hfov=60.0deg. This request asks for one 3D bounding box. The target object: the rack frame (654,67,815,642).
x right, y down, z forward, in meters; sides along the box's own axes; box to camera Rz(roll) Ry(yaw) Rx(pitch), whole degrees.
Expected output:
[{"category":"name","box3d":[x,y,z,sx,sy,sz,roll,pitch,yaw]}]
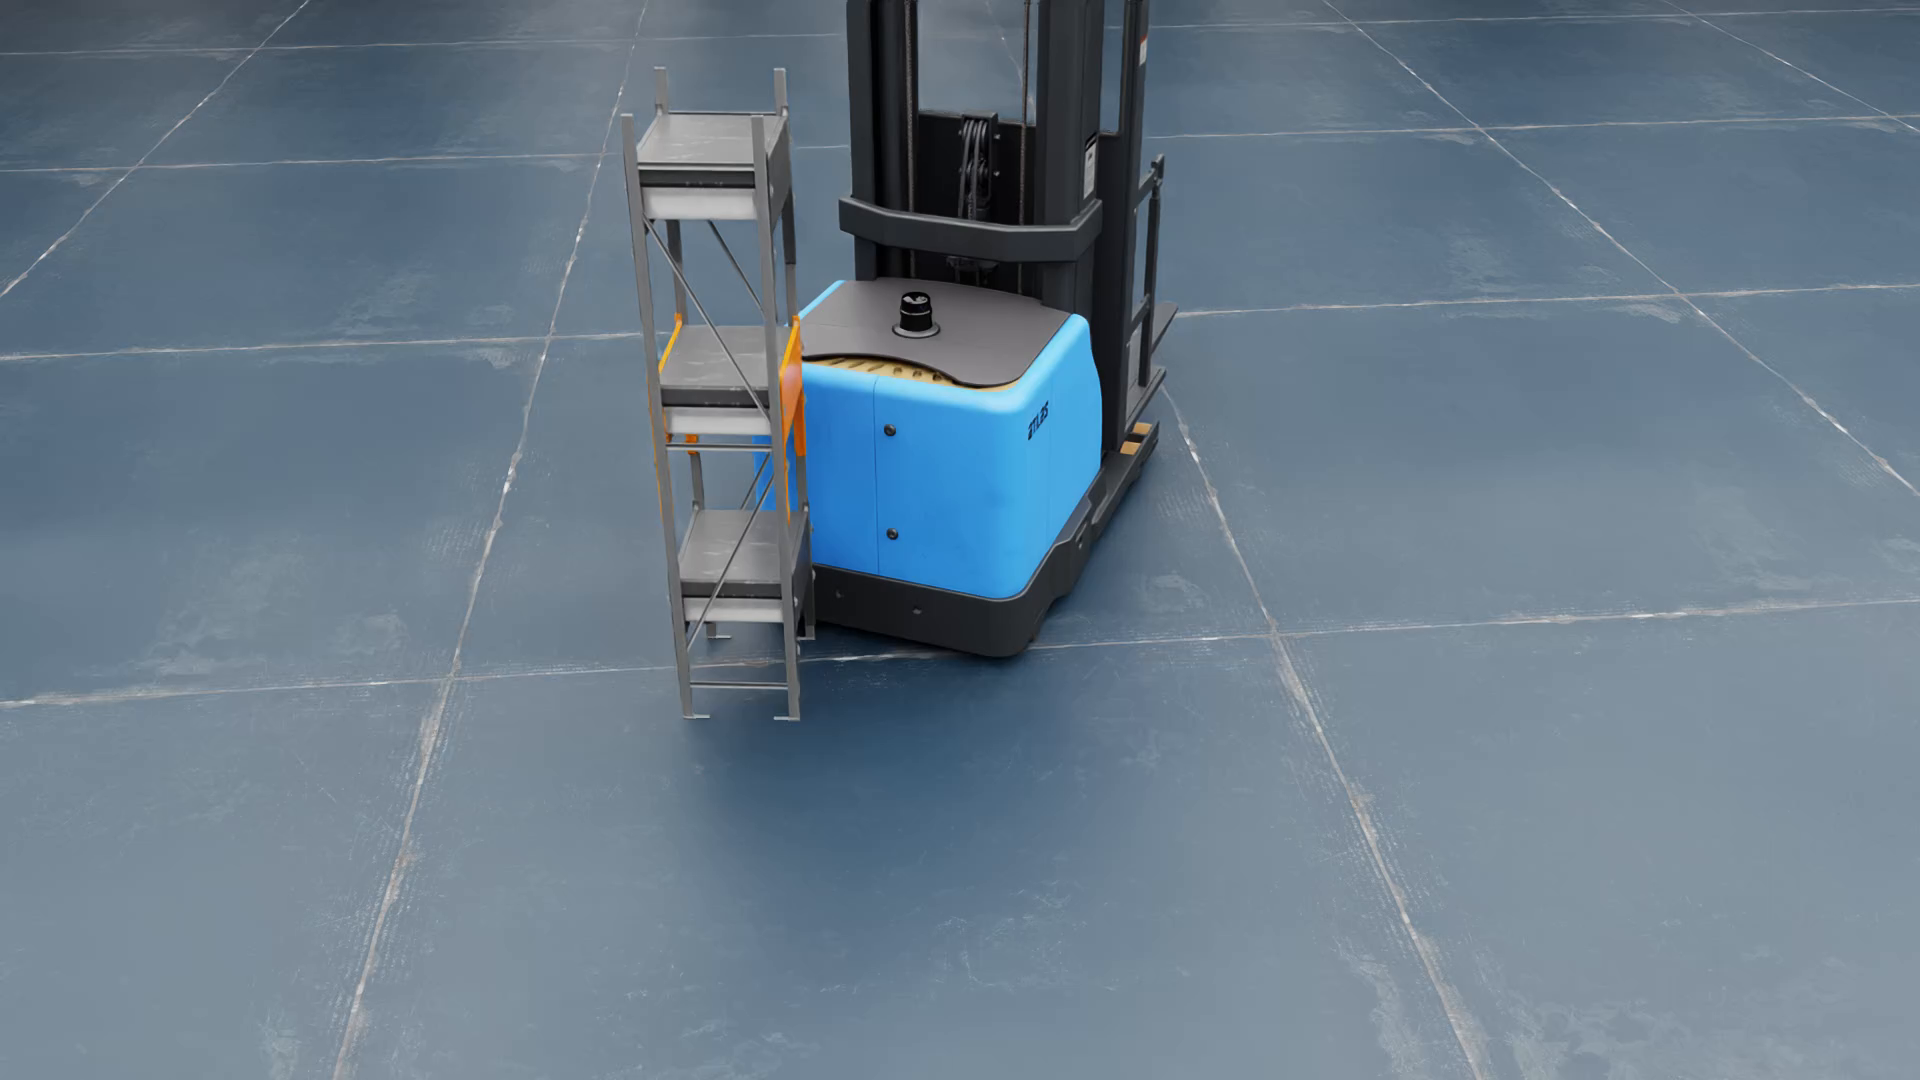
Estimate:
[{"category":"rack frame","box3d":[-0.732,-0.533,5.595,0.400,2.100,0.015,1,31,2]}]

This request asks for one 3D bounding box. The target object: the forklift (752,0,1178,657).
[{"category":"forklift","box3d":[0.238,-1.584,6.544,1.130,2.935,3.031,11,33,18]}]

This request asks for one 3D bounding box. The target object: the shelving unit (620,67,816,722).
[{"category":"shelving unit","box3d":[-0.741,-0.408,5.386,0.431,2.100,0.503,1,31,2]}]

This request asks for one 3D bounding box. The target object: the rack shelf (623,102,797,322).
[{"category":"rack shelf","box3d":[-0.740,-0.998,5.034,0.431,0.518,0.480,1,31,2]}]

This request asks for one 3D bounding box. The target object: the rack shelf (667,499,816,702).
[{"category":"rack shelf","box3d":[-0.741,0.204,5.751,0.431,0.518,0.480,1,31,2]}]

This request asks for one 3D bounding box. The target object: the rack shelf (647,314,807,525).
[{"category":"rack shelf","box3d":[-0.741,-0.397,5.393,0.431,0.518,0.480,1,31,2]}]

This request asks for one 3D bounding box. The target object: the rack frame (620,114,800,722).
[{"category":"rack frame","box3d":[-0.749,-0.283,5.176,0.400,2.100,0.015,1,31,2]}]
